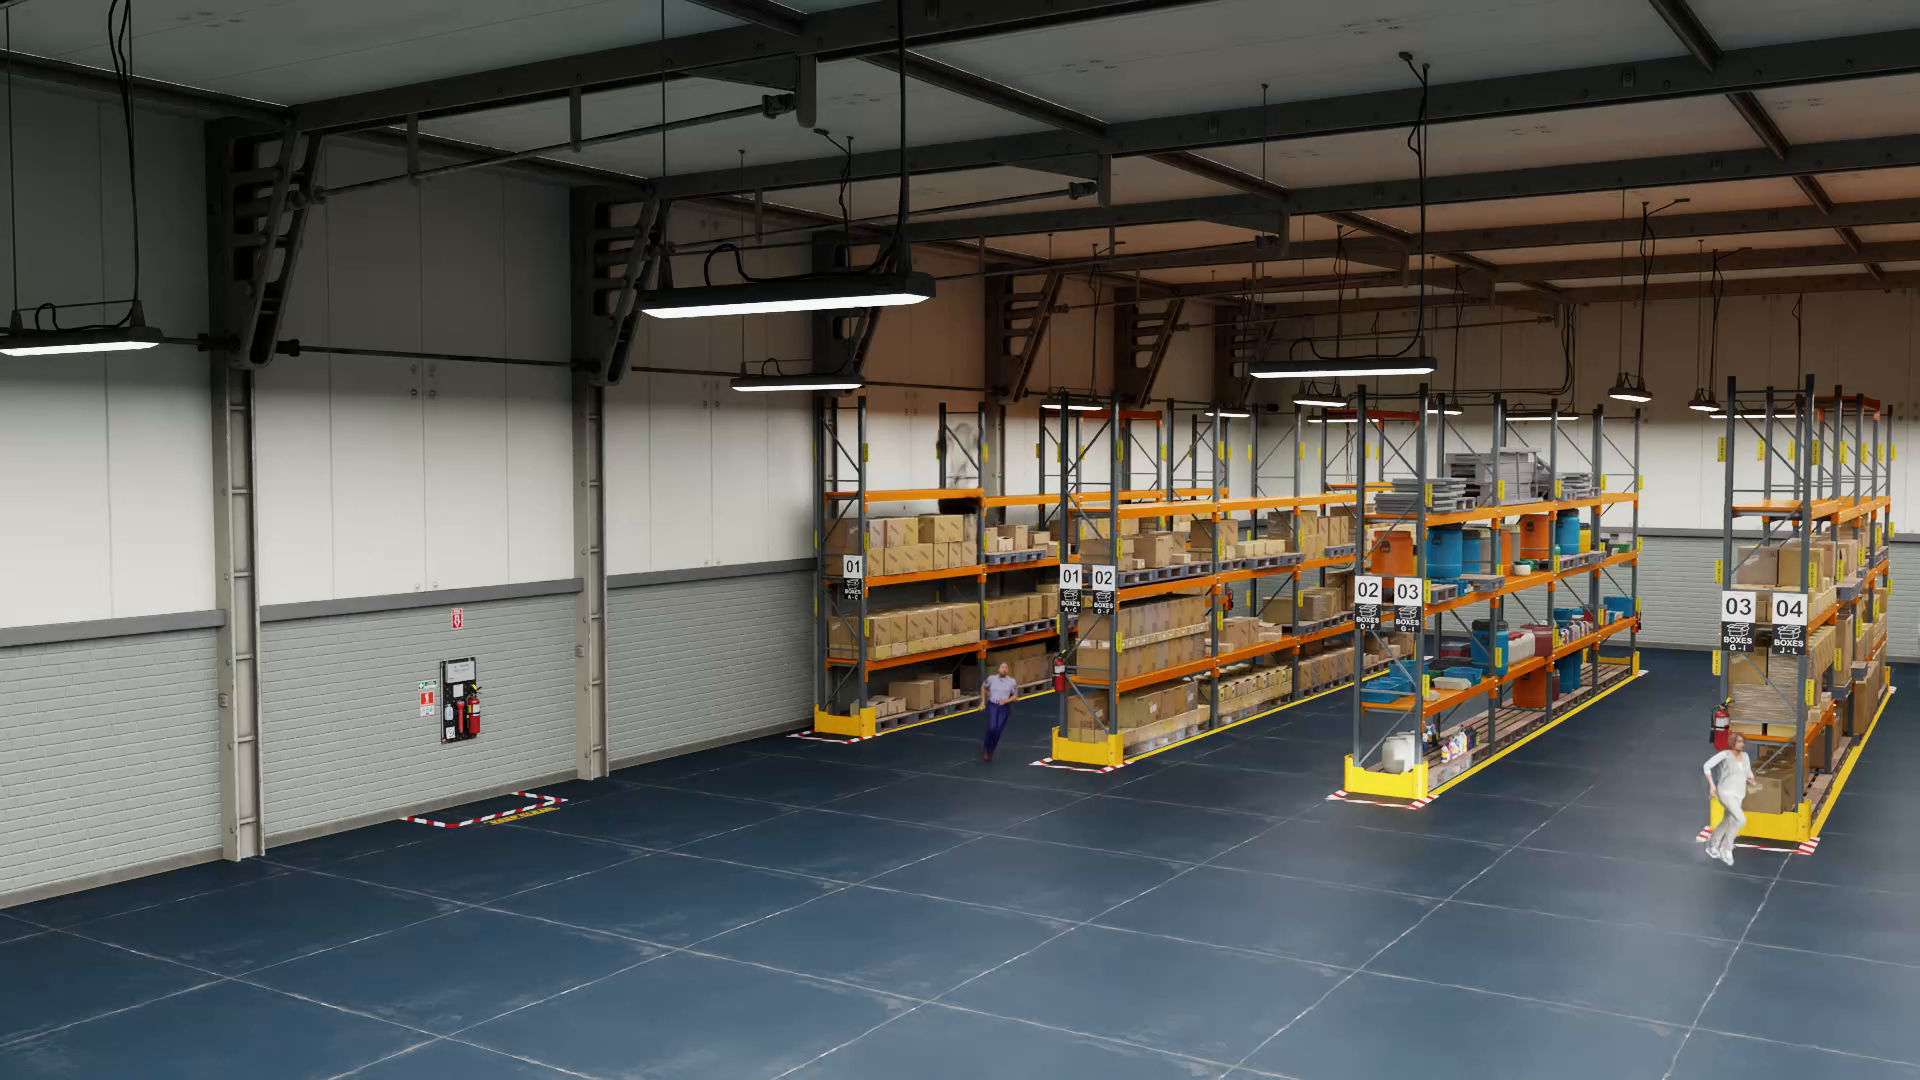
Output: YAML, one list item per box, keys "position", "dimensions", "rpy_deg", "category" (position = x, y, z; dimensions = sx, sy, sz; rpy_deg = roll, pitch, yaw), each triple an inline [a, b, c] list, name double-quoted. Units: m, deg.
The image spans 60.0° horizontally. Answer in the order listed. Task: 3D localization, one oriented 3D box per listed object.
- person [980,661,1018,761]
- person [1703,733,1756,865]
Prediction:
- position: [0.639, 2.769, 26.997]
  dimensions: [0.601, 1.587, 0.641]
  rpy_deg: [0, 3, -3]
  category: "person"
- position: [9.427, 3.129, 20.293]
  dimensions: [0.526, 1.570, 0.657]
  rpy_deg: [-1, 3, -19]
  category: "person"
